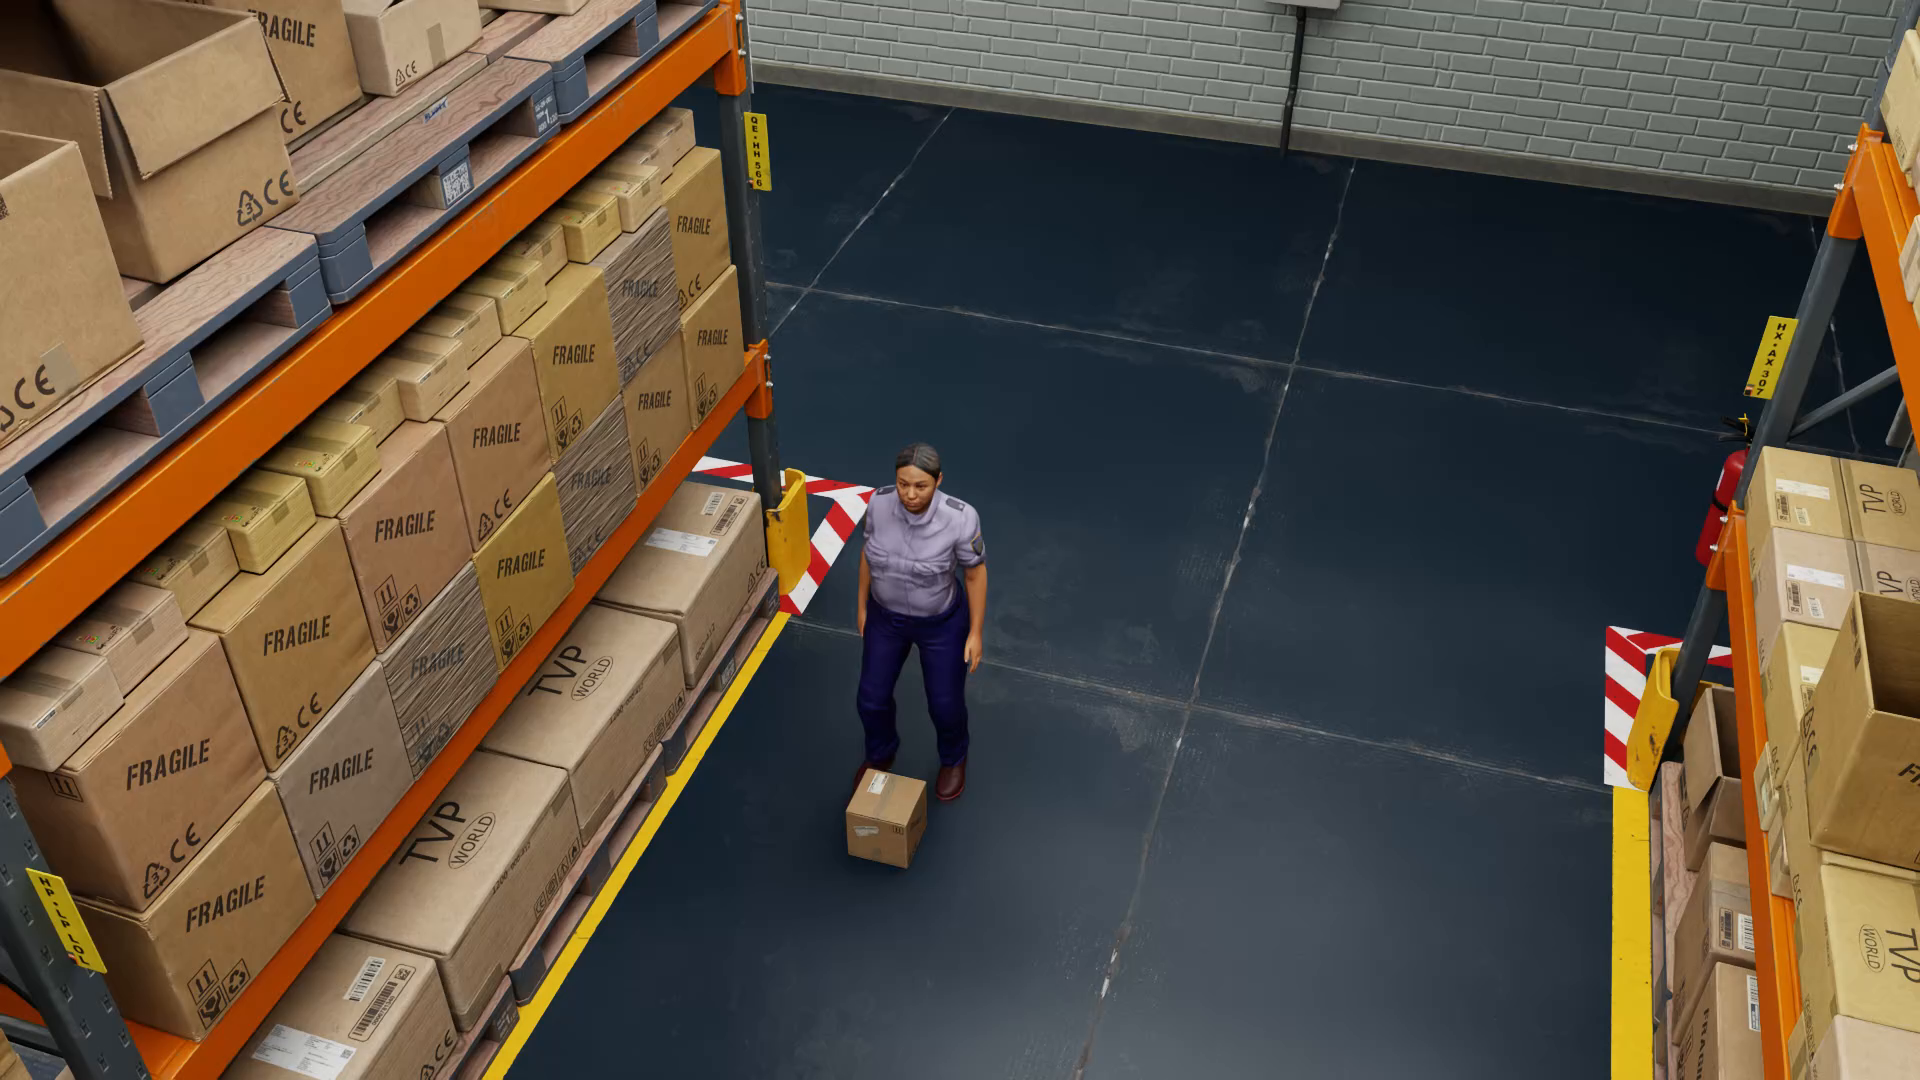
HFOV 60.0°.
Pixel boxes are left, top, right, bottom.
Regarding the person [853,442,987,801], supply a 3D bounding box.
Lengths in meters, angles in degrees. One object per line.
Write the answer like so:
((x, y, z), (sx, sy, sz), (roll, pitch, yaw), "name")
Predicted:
((-0.162, 0.340, 6.478), (0.538, 1.636, 0.437), (12, 39, 15), "person")
